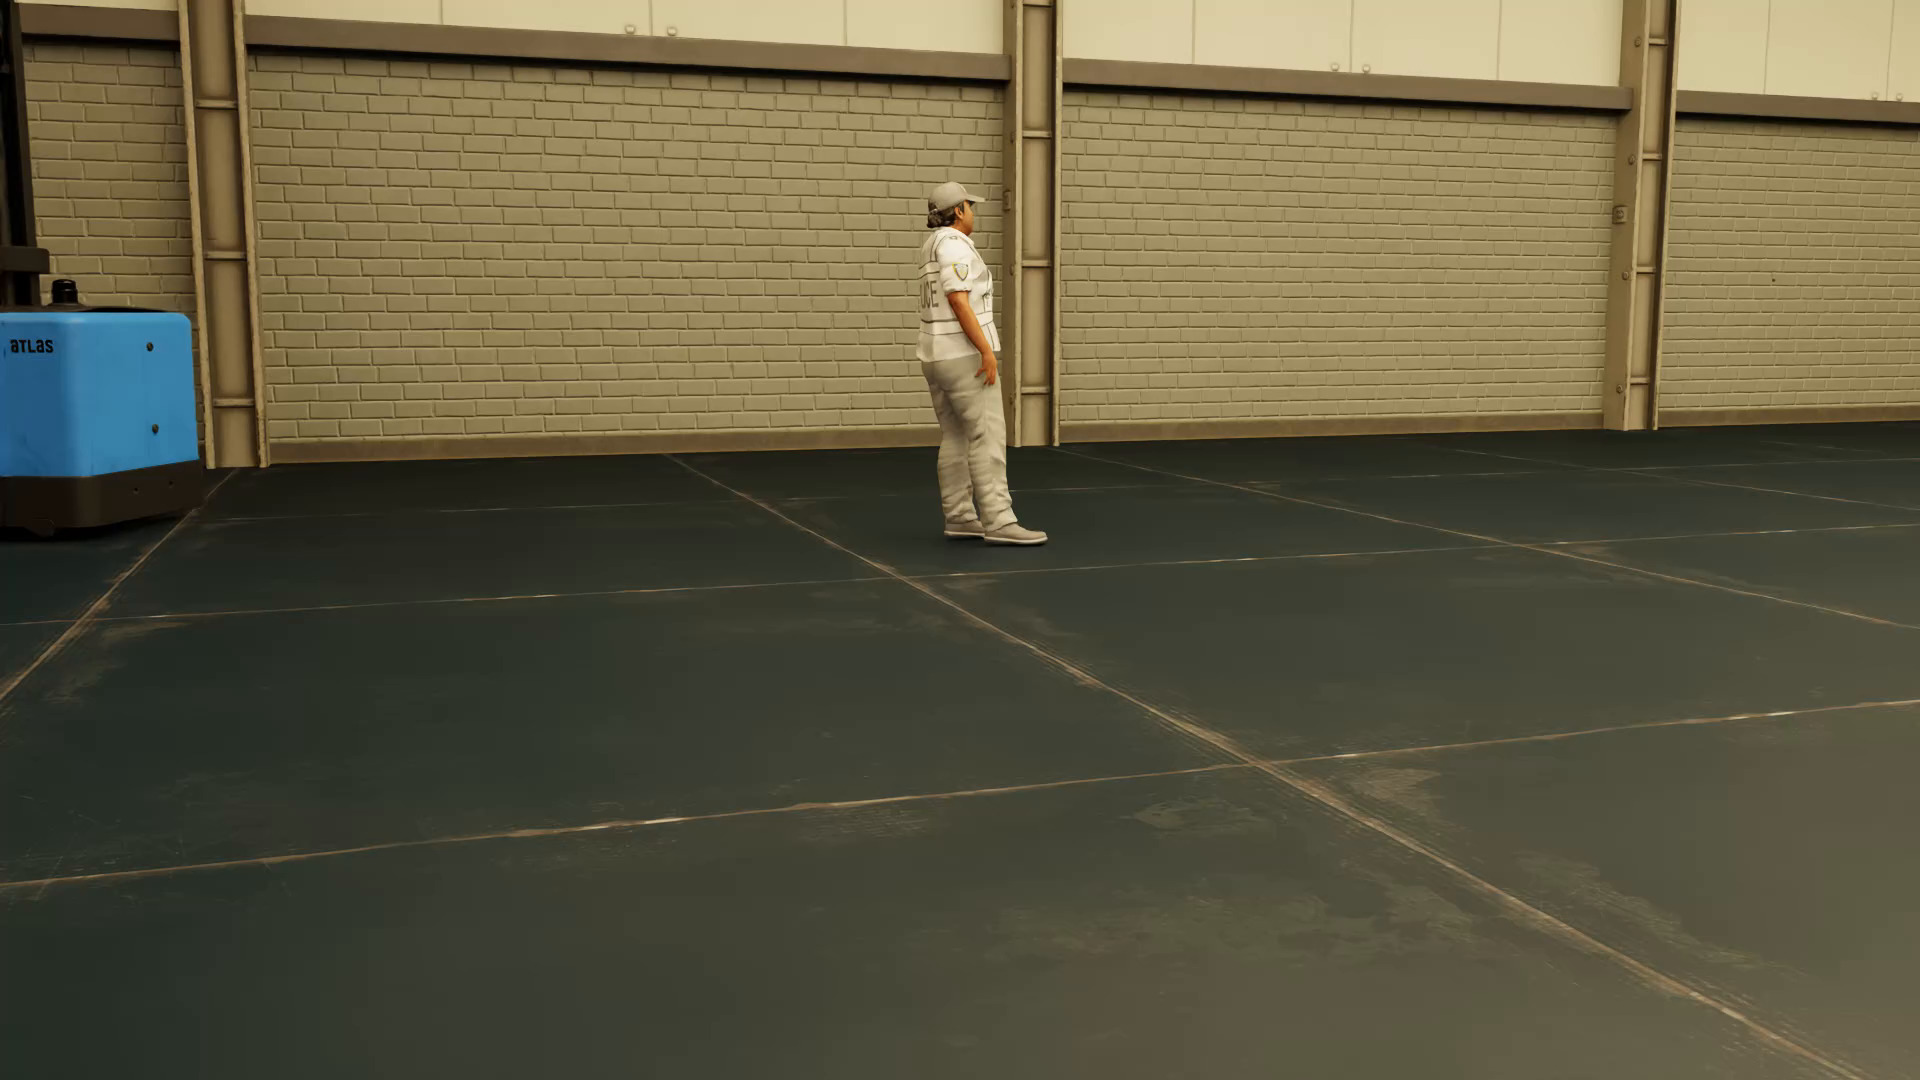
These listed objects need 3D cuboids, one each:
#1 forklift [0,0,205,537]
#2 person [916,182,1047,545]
[{"bbox_3d":[-5.526,-1.528,8.281,3.031,2.935,1.130,1,8,6],"label":"forklift"},{"bbox_3d":[0.080,-0.833,7.813,0.529,1.670,0.598,-3,8,-18],"label":"person"}]
